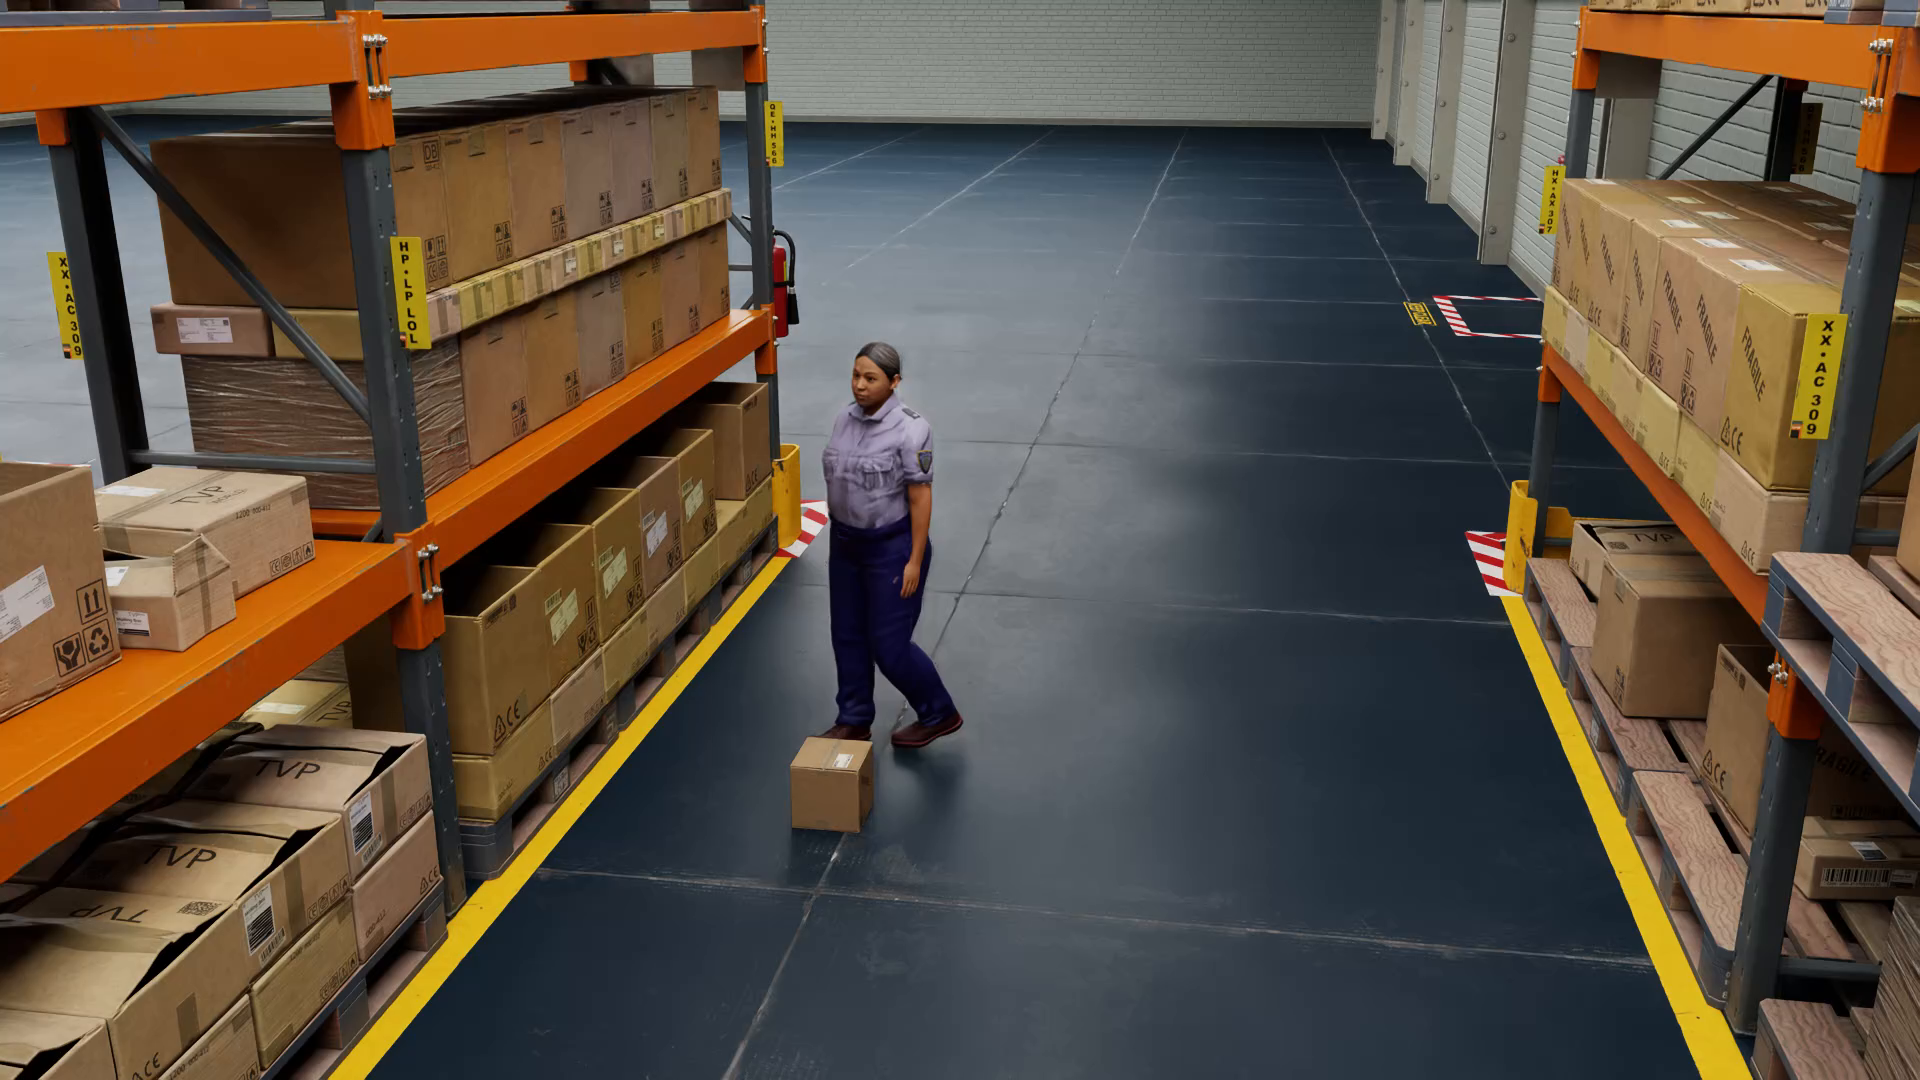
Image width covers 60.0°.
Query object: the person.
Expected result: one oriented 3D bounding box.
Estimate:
[{"bbox_3d":[-0.321,0.044,6.405,0.481,1.641,0.515,16,24,41],"label":"person"}]
